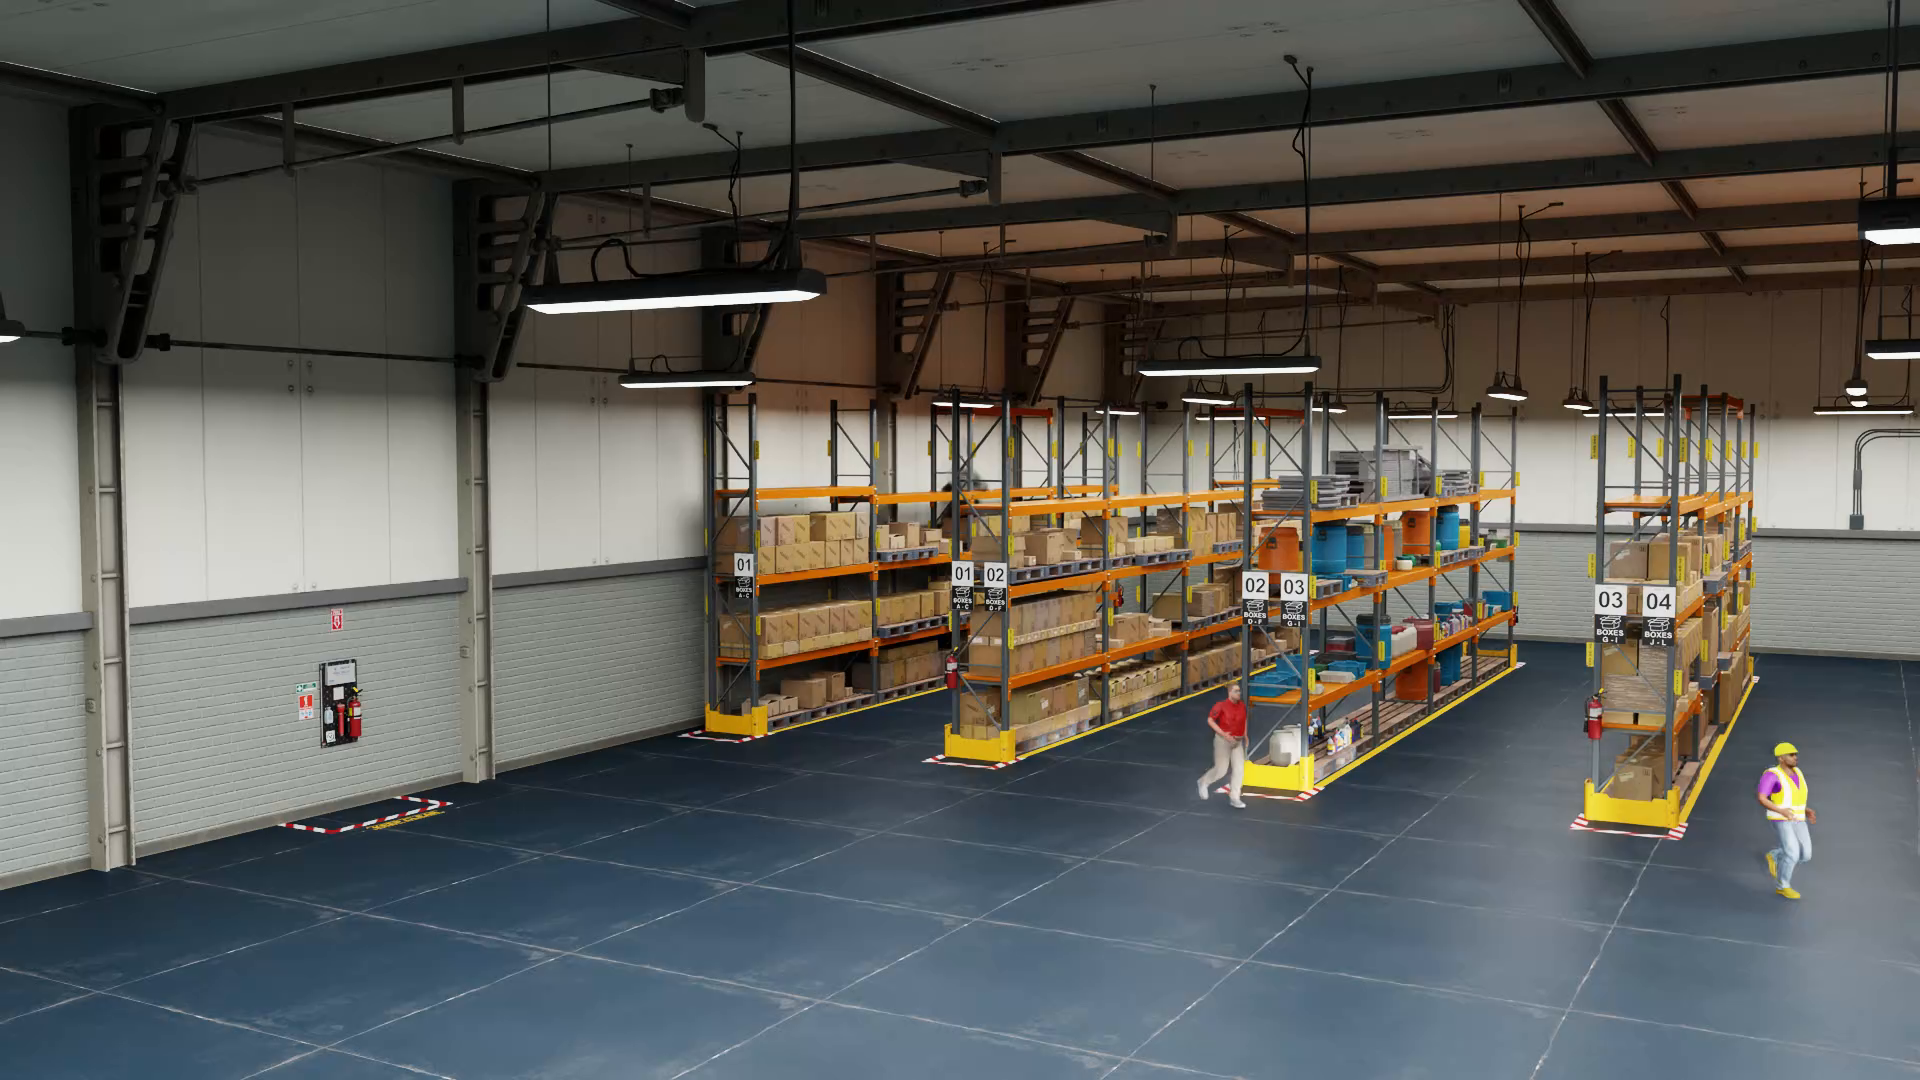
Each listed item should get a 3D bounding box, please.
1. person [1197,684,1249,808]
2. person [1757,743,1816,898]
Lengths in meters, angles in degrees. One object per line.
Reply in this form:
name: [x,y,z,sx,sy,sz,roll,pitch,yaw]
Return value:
person: [3.808,2.867,23.517,0.702,1.698,0.849,-2,4,-38]
person: [9.277,3.136,18.709,0.703,1.723,0.588,-1,3,-24]
